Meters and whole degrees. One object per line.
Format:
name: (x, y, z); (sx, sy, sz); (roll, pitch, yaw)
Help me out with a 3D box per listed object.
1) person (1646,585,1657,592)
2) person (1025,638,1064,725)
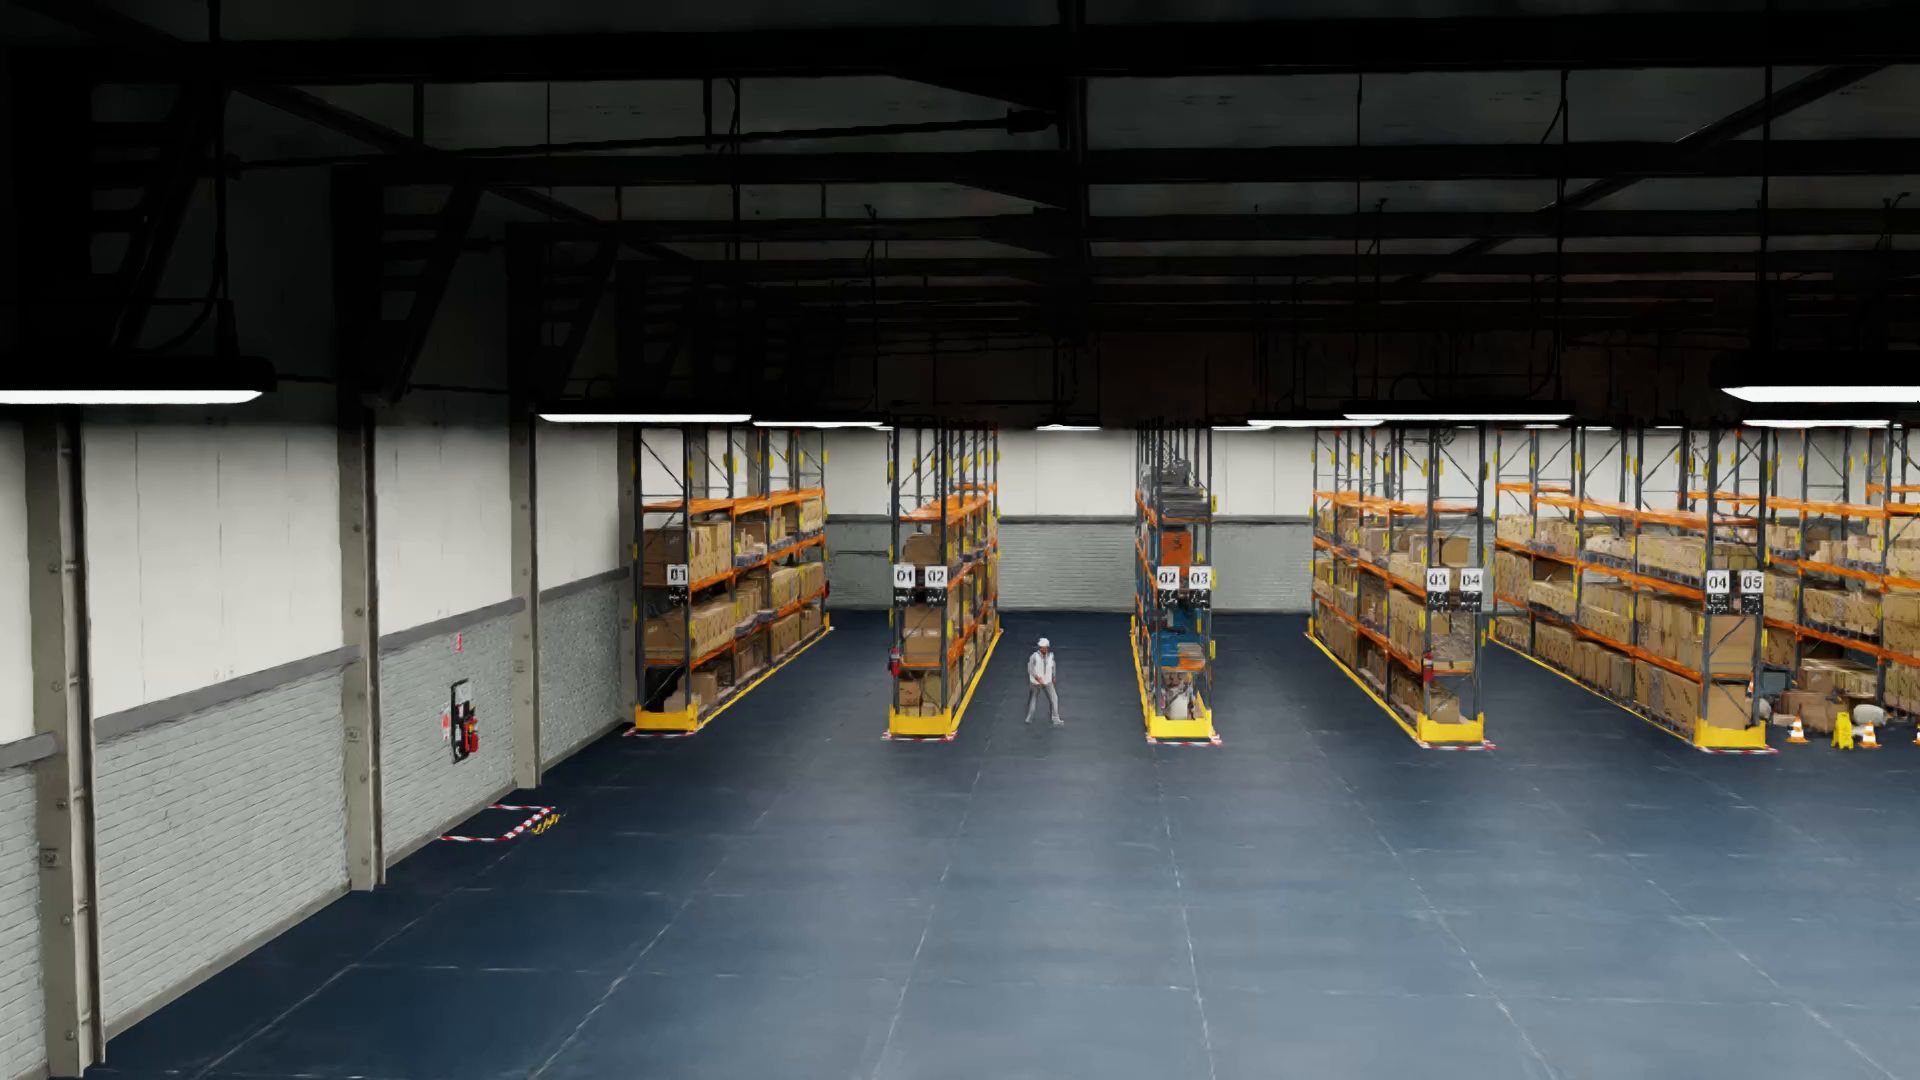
person: (18.618, 1.951, 44.862); (0.442, 1.672, 0.560); (0, 4, -2)
person: (1.624, 2.745, 32.383); (0.689, 1.712, 0.684); (-1, 4, -14)
